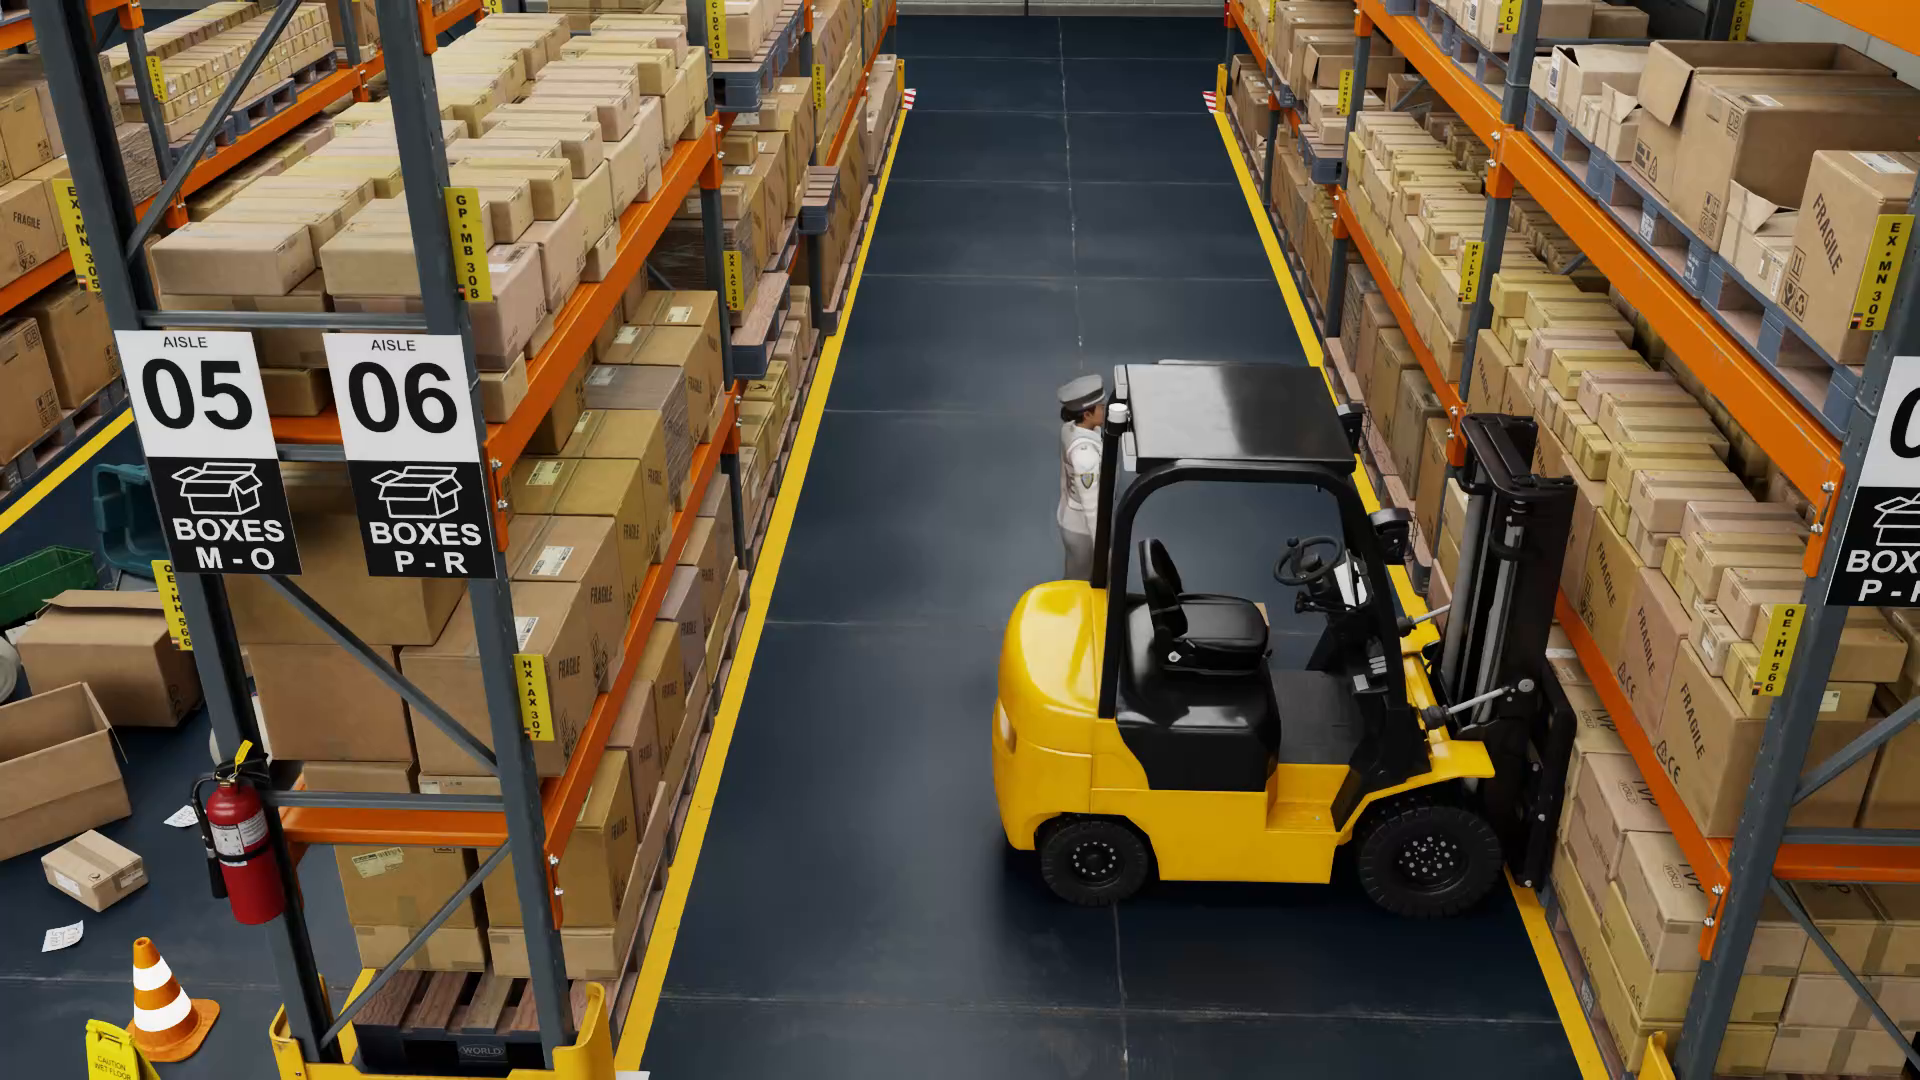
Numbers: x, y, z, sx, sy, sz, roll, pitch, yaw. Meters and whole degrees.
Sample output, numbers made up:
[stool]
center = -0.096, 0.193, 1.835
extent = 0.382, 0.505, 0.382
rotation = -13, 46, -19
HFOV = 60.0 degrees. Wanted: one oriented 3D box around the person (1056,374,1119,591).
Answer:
[person]
center = 0.779, -0.055, 8.705
extent = 0.615, 1.713, 0.500
rotation = -1, 28, -2
